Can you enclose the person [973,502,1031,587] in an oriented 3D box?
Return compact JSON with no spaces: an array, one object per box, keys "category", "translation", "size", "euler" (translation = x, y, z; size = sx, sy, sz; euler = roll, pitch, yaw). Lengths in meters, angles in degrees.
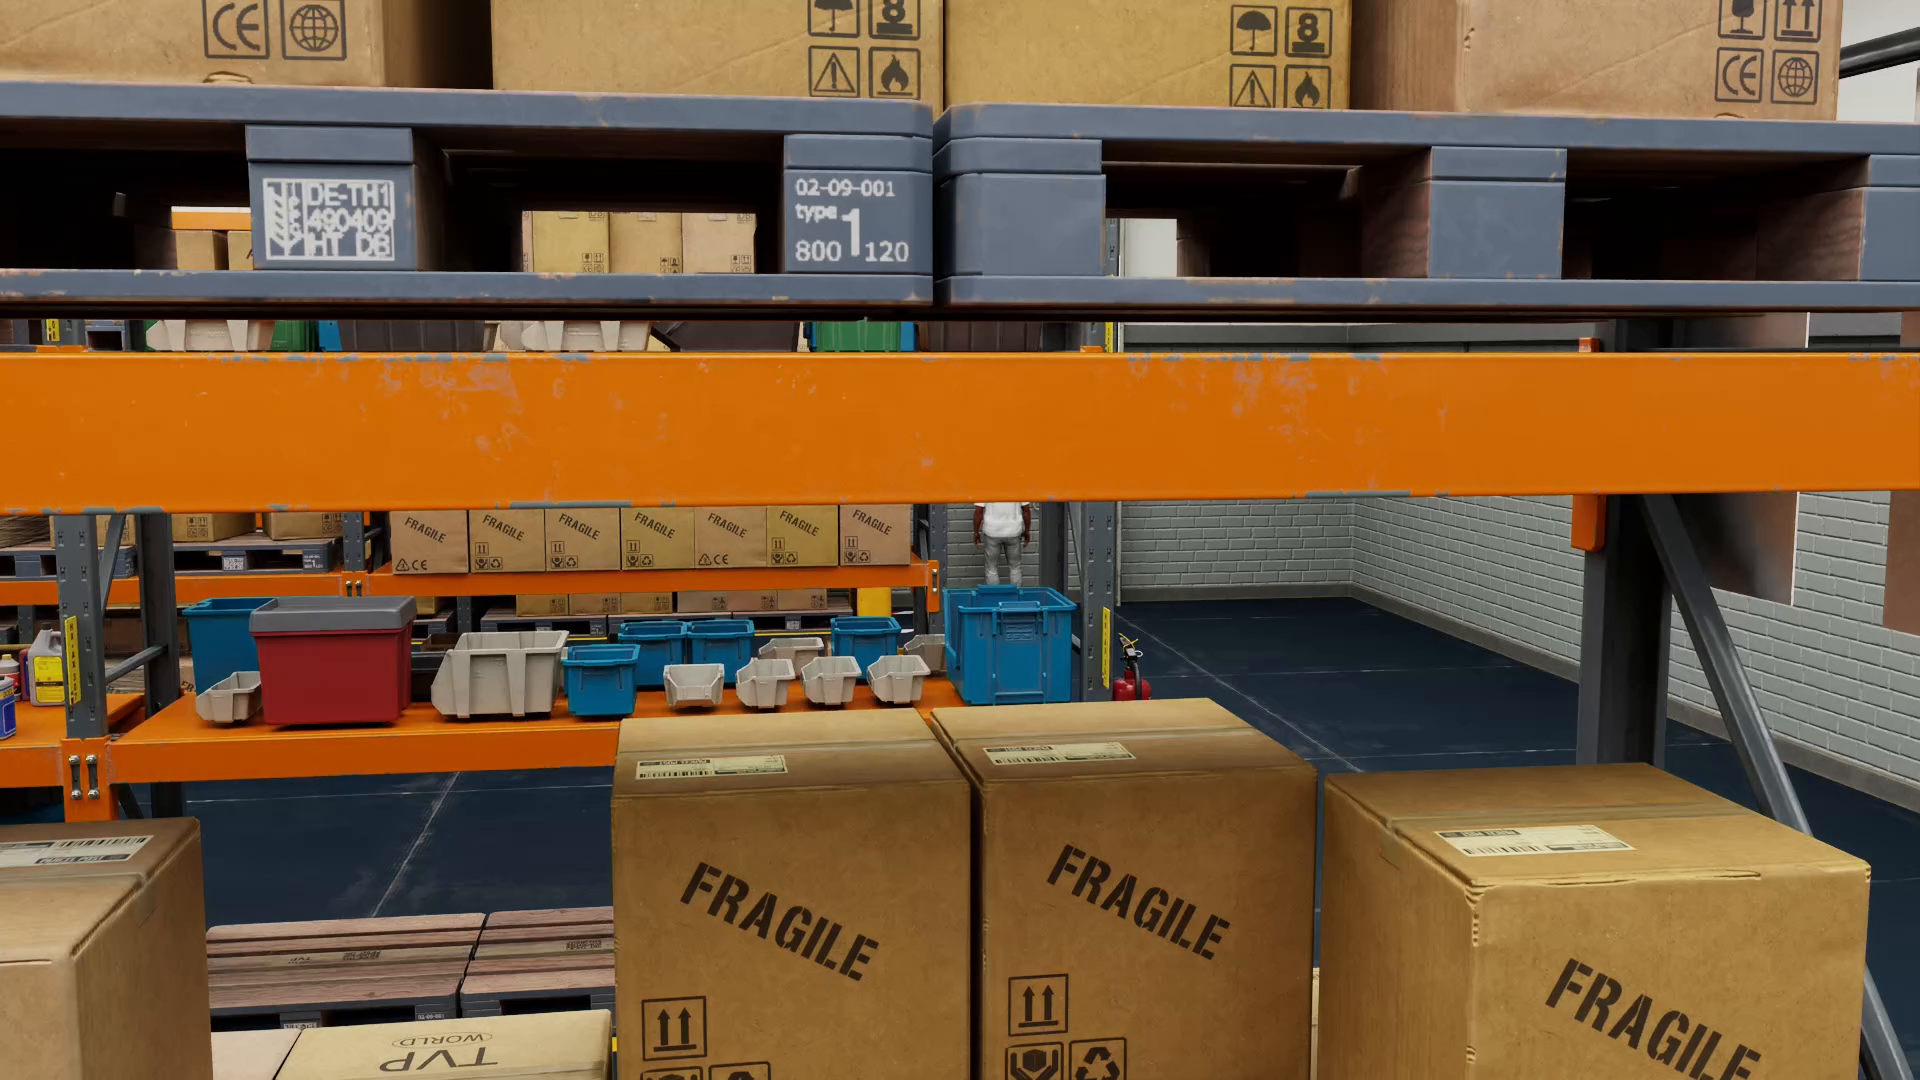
[{"category":"person","translation":[0.449,-0.079,17.833],"size":[0.626,1.761,0.459],"euler":[-1,7,-9]}]
